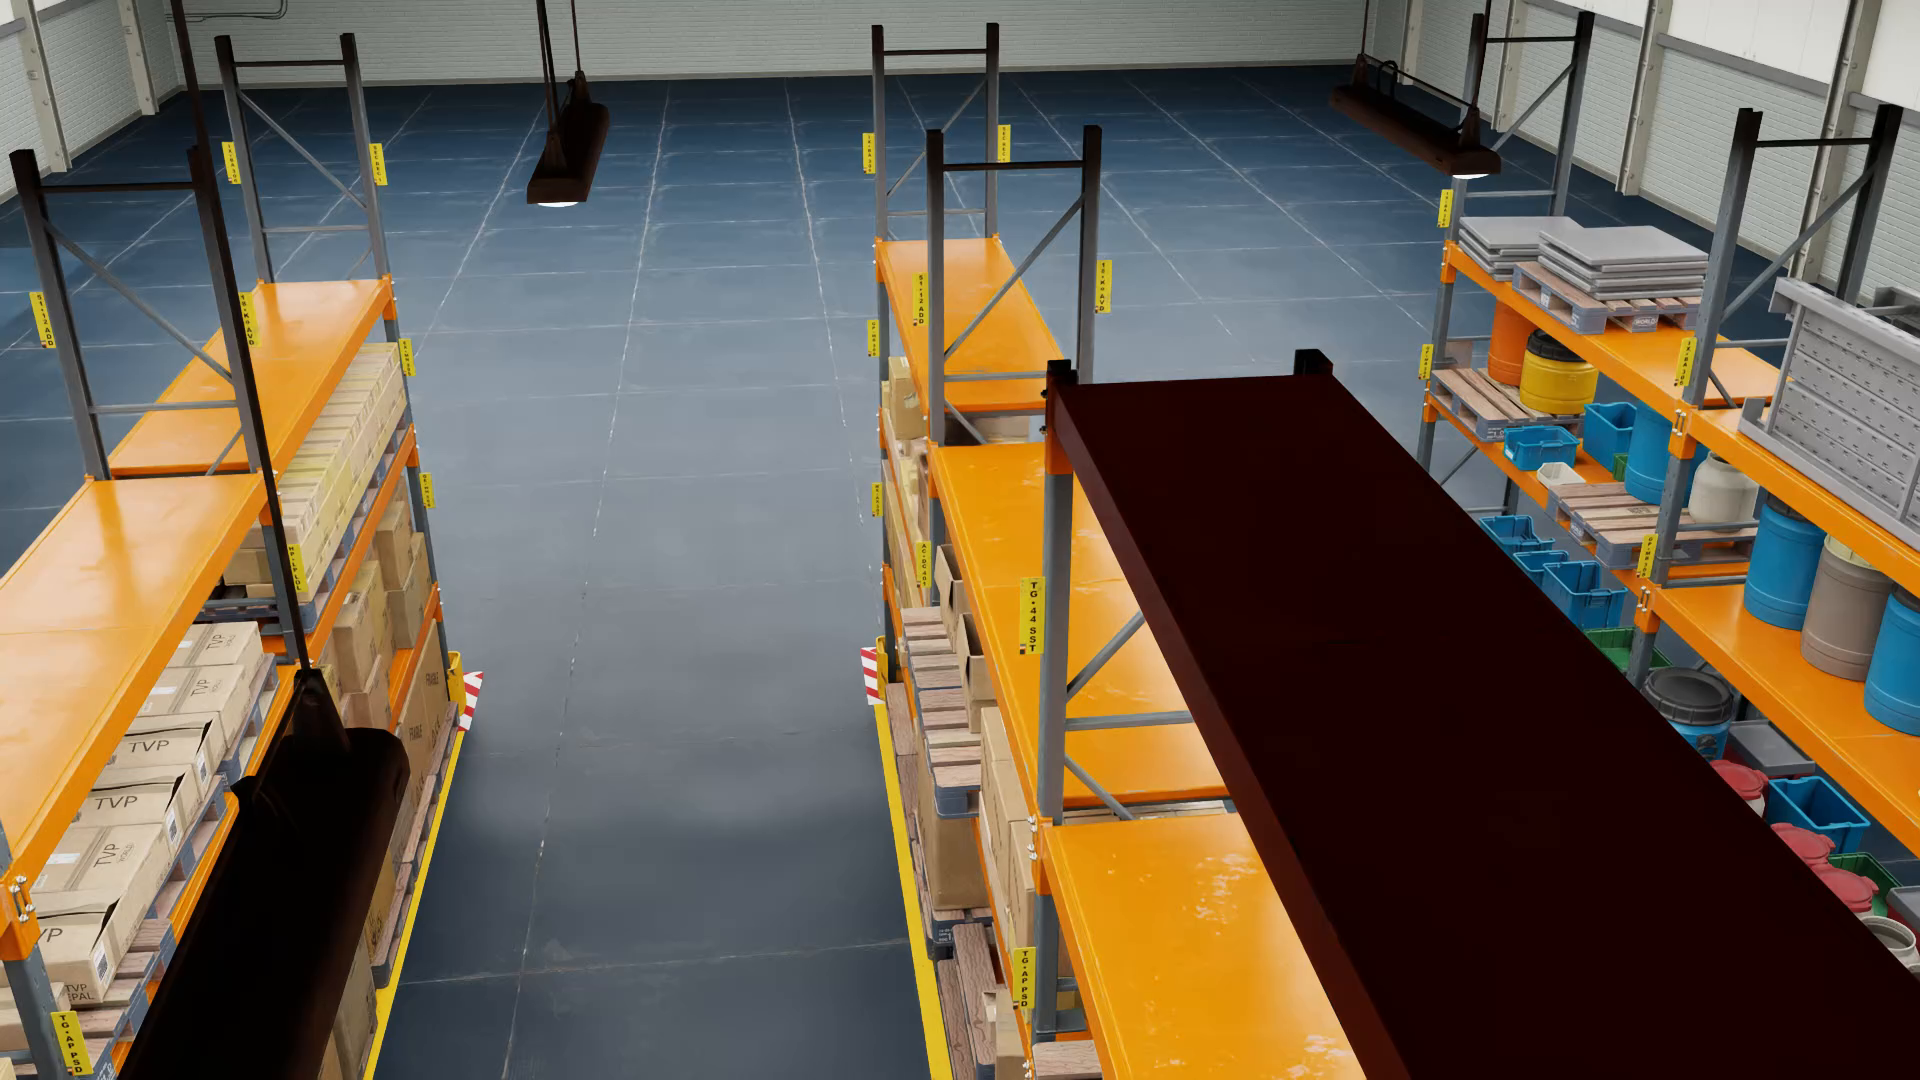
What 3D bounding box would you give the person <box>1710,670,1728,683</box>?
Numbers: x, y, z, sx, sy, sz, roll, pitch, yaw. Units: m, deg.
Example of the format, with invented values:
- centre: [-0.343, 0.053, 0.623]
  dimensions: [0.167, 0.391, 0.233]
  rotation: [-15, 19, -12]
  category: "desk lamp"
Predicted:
- centre: [7.233, 0.693, 14.945]
  dimensions: [0.494, 1.734, 0.967]
  rotation: [-15, 30, -29]
  category: "person"
